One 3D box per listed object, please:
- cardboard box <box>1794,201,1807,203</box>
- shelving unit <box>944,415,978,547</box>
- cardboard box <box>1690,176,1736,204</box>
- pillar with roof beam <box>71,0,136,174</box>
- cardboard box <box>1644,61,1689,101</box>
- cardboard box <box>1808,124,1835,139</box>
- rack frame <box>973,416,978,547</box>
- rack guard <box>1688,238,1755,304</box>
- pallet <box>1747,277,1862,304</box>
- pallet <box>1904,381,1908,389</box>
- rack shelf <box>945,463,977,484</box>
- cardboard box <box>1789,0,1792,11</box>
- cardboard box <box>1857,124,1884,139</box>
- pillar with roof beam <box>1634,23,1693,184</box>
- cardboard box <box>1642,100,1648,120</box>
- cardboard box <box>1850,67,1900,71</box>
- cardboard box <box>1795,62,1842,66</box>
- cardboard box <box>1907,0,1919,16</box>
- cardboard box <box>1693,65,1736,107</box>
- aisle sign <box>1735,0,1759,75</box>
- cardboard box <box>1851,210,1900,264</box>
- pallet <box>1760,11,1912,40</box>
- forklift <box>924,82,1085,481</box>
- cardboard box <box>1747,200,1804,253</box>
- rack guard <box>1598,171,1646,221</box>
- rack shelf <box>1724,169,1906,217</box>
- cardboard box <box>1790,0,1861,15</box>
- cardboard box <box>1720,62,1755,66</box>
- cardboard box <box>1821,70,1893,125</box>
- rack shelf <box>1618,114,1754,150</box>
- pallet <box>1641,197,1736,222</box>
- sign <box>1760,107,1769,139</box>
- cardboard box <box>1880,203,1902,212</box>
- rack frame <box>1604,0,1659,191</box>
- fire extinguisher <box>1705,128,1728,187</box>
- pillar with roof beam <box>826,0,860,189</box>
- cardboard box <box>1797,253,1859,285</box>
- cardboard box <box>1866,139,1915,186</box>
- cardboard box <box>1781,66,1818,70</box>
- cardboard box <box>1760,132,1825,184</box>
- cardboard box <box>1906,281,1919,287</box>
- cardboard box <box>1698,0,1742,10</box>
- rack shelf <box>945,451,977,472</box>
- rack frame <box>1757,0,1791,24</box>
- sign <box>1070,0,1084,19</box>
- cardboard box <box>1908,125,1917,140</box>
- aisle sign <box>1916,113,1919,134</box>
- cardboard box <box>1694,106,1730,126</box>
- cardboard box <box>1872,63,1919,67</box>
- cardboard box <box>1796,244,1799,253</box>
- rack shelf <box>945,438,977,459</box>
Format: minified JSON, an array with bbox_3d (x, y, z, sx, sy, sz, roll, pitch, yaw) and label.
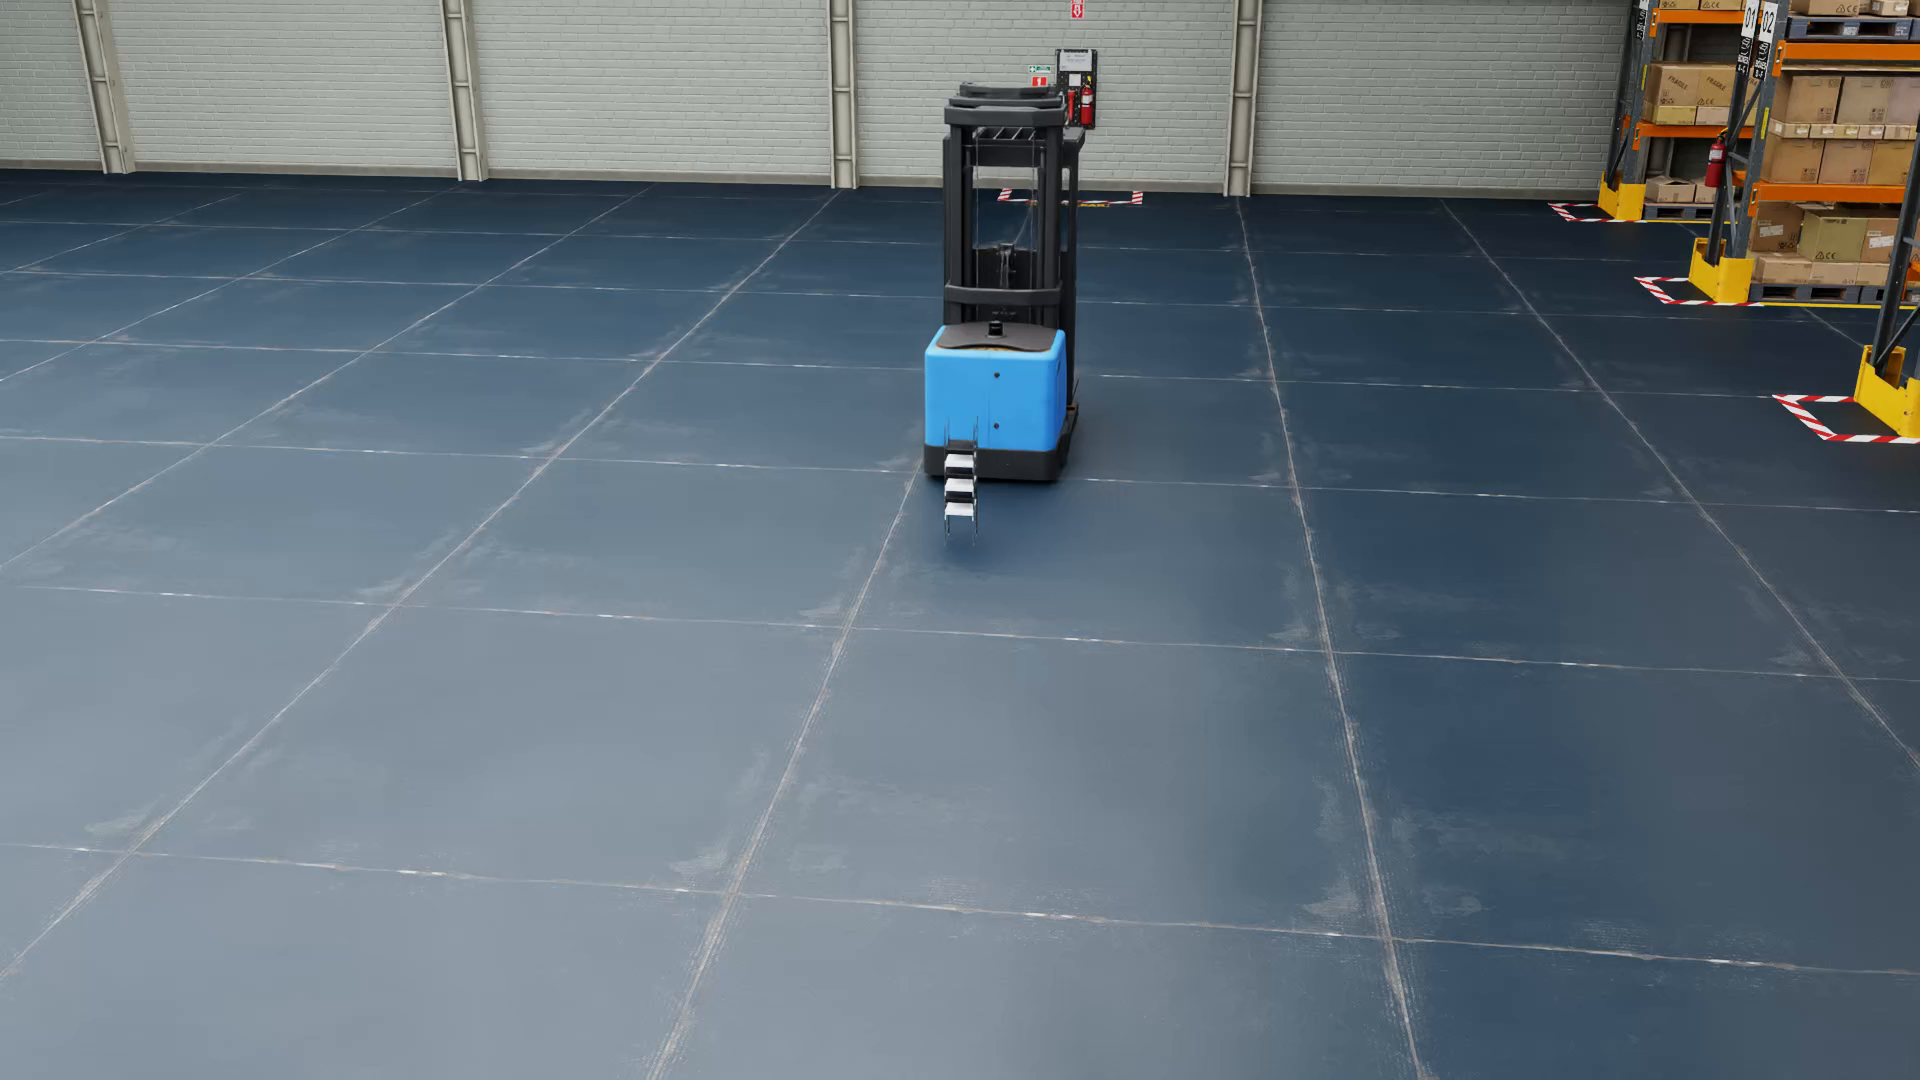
[{"bbox_3d":[11.729,-4.855,23.420,0.250,0.149,0.380,1,22,2],"label":"cardboard box"},{"bbox_3d":[0.008,-0.418,11.773,0.210,0.900,0.258,2,22,6],"label":"shelving unit"},{"bbox_3d":[10.585,-4.940,23.414,0.500,0.311,0.500,4,22,11],"label":"cardboard box"},{"bbox_3d":[-14.201,-8.615,21.492,0.400,9.000,9.100,2,22,6],"label":"pillar with roof beam"},{"bbox_3d":[9.836,-6.419,23.252,0.500,0.500,0.500,2,22,6],"label":"cardboard box"},{"bbox_3d":[9.390,-4.506,18.240,0.250,0.149,0.380,2,22,5],"label":"cardboard box"},{"bbox_3d":[0.109,-0.414,11.762,0.006,0.900,0.240,2,22,6],"label":"rack frame"},{"bbox_3d":[8.739,-3.103,19.109,0.348,0.500,1.175,2,22,6],"label":"rack guard"},{"bbox_3d":[9.527,-2.950,19.114,1.213,0.211,1.003,2,22,6],"label":"pallet"},{"bbox_3d":[9.064,-1.136,14.526,1.213,0.211,1.003,2,22,6],"label":"pallet"},{"bbox_3d":[0.008,-0.471,11.753,0.200,0.077,0.258,2,22,6],"label":"rack shelf"},{"bbox_3d":[11.225,-7.345,22.197,0.500,0.500,0.500,4,22,10],"label":"cardboard box"},{"bbox_3d":[9.888,-4.483,18.182,0.250,0.149,0.380,2,22,5],"label":"cardboard box"},{"bbox_3d":[9.633,-7.577,18.865,0.400,9.000,9.100,2,22,6],"label":"pillar with roof beam"},{"bbox_3d":[9.829,-6.063,23.373,0.500,0.250,0.500,3,22,7],"label":"cardboard box"},{"bbox_3d":[12.312,-6.115,22.485,0.500,0.500,0.500,2,22,6],"label":"cardboard box"},{"bbox_3d":[11.865,-6.332,23.034,0.500,0.500,0.500,3,22,8],"label":"cardboard box"},{"bbox_3d":[10.380,-5.795,17.539,0.500,0.500,0.500,2,22,6],"label":"cardboard box"},{"bbox_3d":[10.271,-6.206,22.714,0.500,0.500,0.500,3,22,6],"label":"cardboard box"},{"bbox_3d":[8.732,-5.583,18.447,0.004,0.787,0.394,2,22,6],"label":"aisle sign"},{"bbox_3d":[10.264,-3.387,18.577,0.500,0.500,0.500,2,22,6],"label":"cardboard box"},{"bbox_3d":[9.462,-5.578,18.010,1.213,0.211,1.003,2,22,6],"label":"pallet"},{"bbox_3d":[0.440,-2.329,13.844,1.130,2.935,3.031,3,22,8],"label":"forklift"},{"bbox_3d":[9.331,-3.615,19.153,0.500,0.500,0.500,2,22,6],"label":"cardboard box"},{"bbox_3d":[9.418,-4.907,23.673,0.348,0.500,1.175,2,22,6],"label":"rack guard"},{"bbox_3d":[10.749,-3.843,18.560,4.000,0.370,1.077,2,22,6],"label":"rack shelf"},{"bbox_3d":[9.333,-5.941,17.906,0.637,0.503,0.797,4,22,10],"label":"cardboard box"},{"bbox_3d":[10.848,-6.372,23.135,0.500,0.500,0.500,2,22,5],"label":"cardboard box"},{"bbox_3d":[9.801,-4.866,18.268,0.500,0.500,0.700,2,22,5],"label":"cardboard box"},{"bbox_3d":[11.329,-5.652,23.135,4.000,0.370,1.077,2,22,6],"label":"rack shelf"},{"bbox_3d":[10.220,-4.725,23.604,1.213,0.211,1.003,2,22,6],"label":"pallet"},{"bbox_3d":[8.692,-4.501,17.961,0.005,0.325,0.100,2,22,6],"label":"sign"},{"bbox_3d":[10.822,-3.555,19.001,0.500,0.500,0.500,2,22,6],"label":"cardboard box"},{"bbox_3d":[9.342,-6.073,23.221,0.127,3.000,1.000,2,22,6],"label":"rack frame"},{"bbox_3d":[8.700,-4.403,19.102,0.183,0.674,0.296,2,22,6],"label":"fire extinguisher"},{"bbox_3d":[-2.284,-8.096,20.178,0.400,9.000,9.100,2,22,6],"label":"pillar with roof beam"},{"bbox_3d":[9.766,-3.056,18.759,0.500,0.250,0.500,2,22,6],"label":"cardboard box"},{"bbox_3d":[10.240,-4.241,18.452,0.500,0.500,0.700,3,22,7],"label":"cardboard box"},{"bbox_3d":[11.297,-6.163,22.607,0.500,0.500,0.500,3,22,8],"label":"cardboard box"},{"bbox_3d":[9.225,-4.286,18.565,0.500,0.500,0.700,3,22,6],"label":"cardboard box"},{"bbox_3d":[10.759,-3.011,18.645,0.500,0.250,0.500,2,22,6],"label":"cardboard box"},{"bbox_3d":[10.174,-7.382,22.289,0.500,0.500,0.500,4,22,10],"label":"cardboard box"},{"bbox_3d":[0.008,-0.555,11.720,0.200,0.077,0.258,2,22,6],"label":"rack shelf"},{"bbox_3d":[8.763,-7.054,17.543,0.127,3.000,1.000,2,22,6],"label":"rack frame"},{"bbox_3d":[1.735,-7.854,24.573,0.199,0.298,0.001,2,22,6],"label":"sign"},{"bbox_3d":[10.407,-4.462,18.128,0.250,0.149,0.380,2,22,6],"label":"cardboard box"},{"bbox_3d":[8.140,-3.777,13.877,0.004,0.787,0.394,2,22,6],"label":"aisle sign"},{"bbox_3d":[10.307,-5.858,22.855,0.500,0.250,0.500,2,22,5],"label":"cardboard box"},{"bbox_3d":[12.872,-6.285,22.914,0.500,0.500,0.500,2,22,5],"label":"cardboard box"},{"bbox_3d":[9.828,-3.248,19.245,0.500,0.250,0.500,2,22,6],"label":"cardboard box"},{"bbox_3d":[0.008,-0.638,11.686,0.200,0.077,0.258,2,22,6],"label":"rack shelf"}]
